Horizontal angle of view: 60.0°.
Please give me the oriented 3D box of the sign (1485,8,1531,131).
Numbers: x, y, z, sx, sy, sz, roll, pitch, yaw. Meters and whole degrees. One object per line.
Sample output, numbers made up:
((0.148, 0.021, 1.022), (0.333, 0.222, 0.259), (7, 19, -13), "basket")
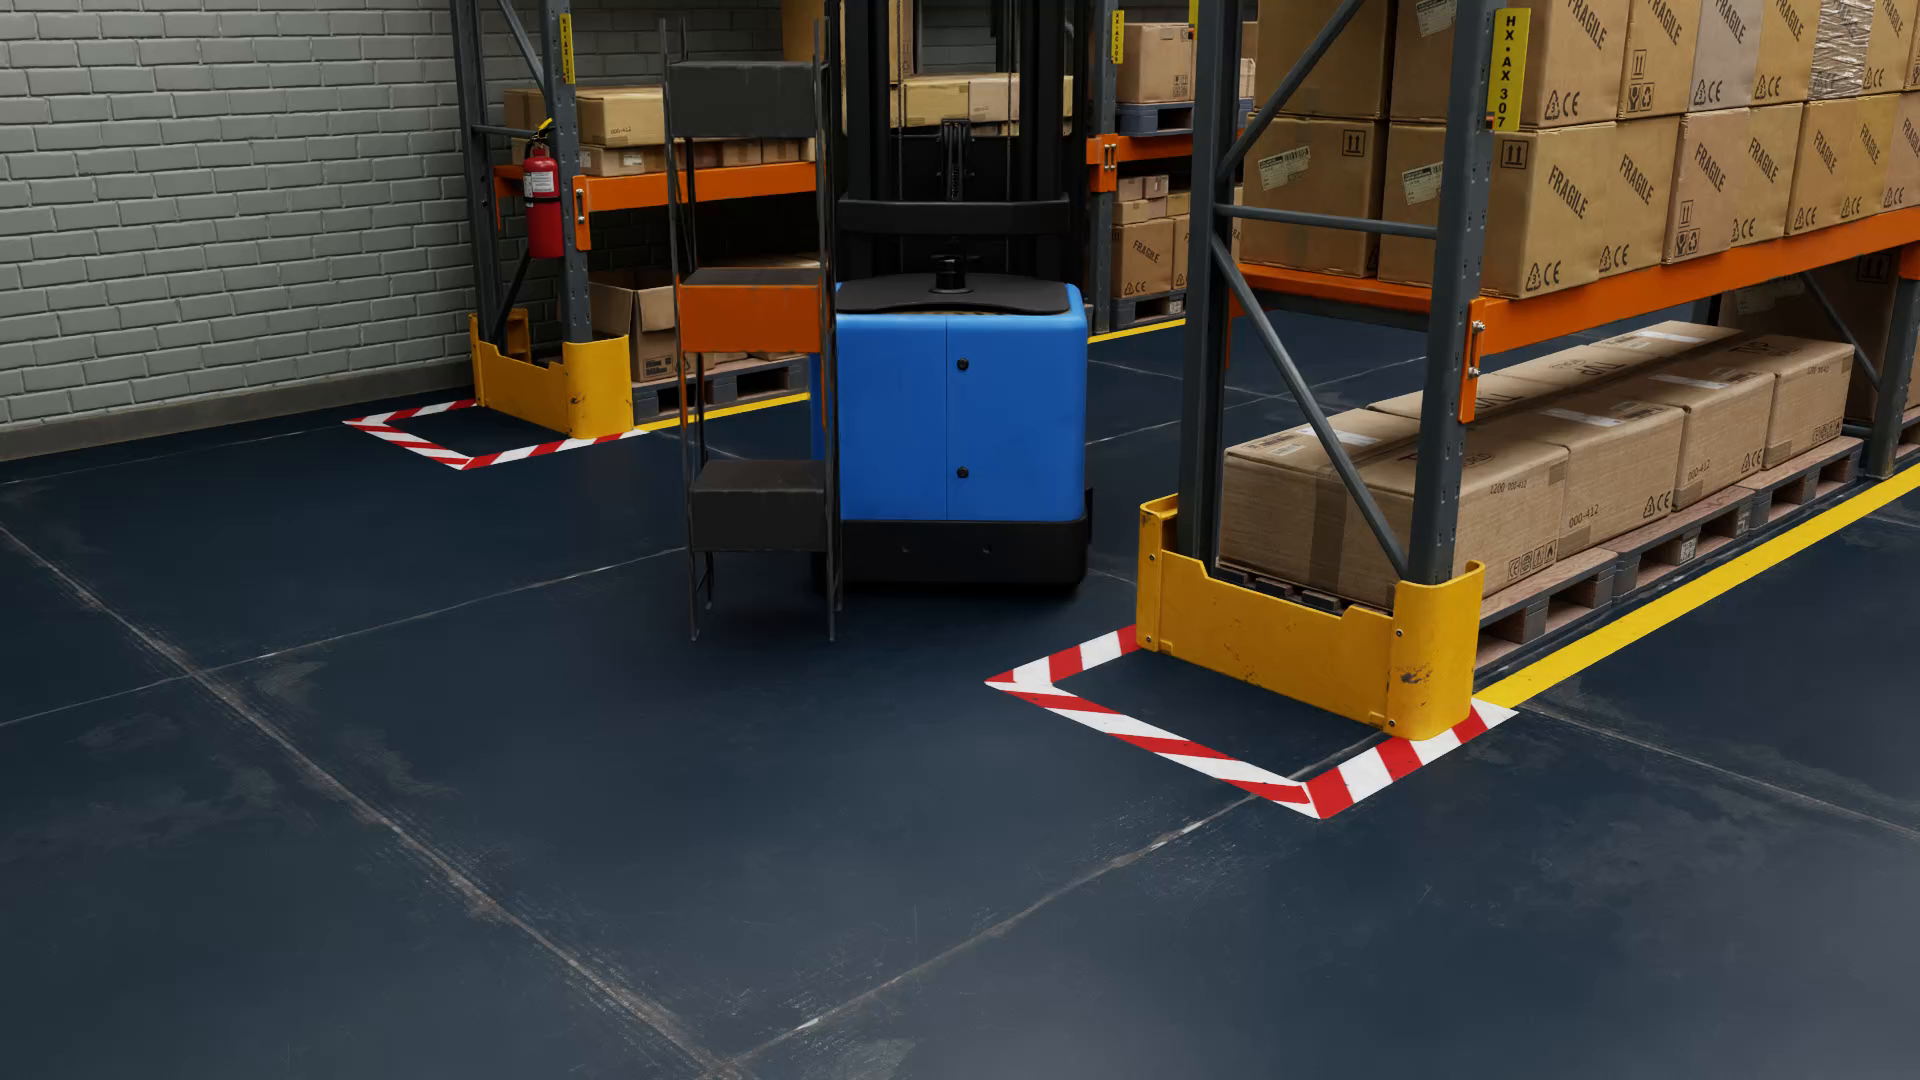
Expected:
((1.513, -1.299, 4.597), (0.005, 0.325, 0.100), (-16, 24, -41), "sign")

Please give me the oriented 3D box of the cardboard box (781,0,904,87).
((-0.672, -2.868, 9.511), (0.500, 0.500, 0.500), (-15, 24, -39), "cardboard box")

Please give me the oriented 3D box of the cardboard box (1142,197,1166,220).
((1.221, -2.346, 11.678), (0.250, 0.149, 0.380), (-17, 25, -42), "cardboard box")

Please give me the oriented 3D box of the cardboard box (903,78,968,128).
((-0.298, -2.630, 9.994), (0.500, 0.250, 0.500), (-16, 24, -41), "cardboard box")

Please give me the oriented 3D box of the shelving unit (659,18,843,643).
((-0.693, -0.699, 5.734), (0.503, 2.100, 0.431), (0, 18, 1), "shelving unit")

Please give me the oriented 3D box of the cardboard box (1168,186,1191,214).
((1.590, -2.464, 12.042), (0.250, 0.149, 0.380), (-17, 24, -42), "cardboard box")

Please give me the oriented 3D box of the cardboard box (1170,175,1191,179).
((1.815, -2.727, 12.853), (0.380, 0.149, 0.250), (17, 24, 42), "cardboard box")

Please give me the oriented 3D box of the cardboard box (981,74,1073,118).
((0.427, -2.842, 10.648), (0.500, 0.250, 0.500), (-15, 24, -39), "cardboard box")

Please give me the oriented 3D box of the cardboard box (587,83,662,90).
((-1.749, -2.423, 9.356), (0.500, 0.250, 0.500), (-16, 24, -41), "cardboard box")

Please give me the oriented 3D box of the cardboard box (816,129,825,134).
((-1.030, -2.408, 9.309), (0.500, 0.250, 0.500), (-17, 24, -42), "cardboard box")

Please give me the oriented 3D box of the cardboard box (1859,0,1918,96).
((3.515, -2.079, 6.749), (0.500, 0.500, 0.500), (-17, 24, -42), "cardboard box")

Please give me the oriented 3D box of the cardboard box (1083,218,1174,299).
((1.136, -1.997, 11.654), (0.500, 0.500, 0.500), (-15, 23, -38), "cardboard box")

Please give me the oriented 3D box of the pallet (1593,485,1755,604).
((2.550, -0.093, 6.930), (1.213, 0.211, 1.003), (-16, 24, -41), "pallet")

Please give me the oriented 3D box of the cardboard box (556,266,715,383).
((-1.767, -1.208, 9.213), (0.797, 0.503, 0.637), (17, 24, 42), "cardboard box")

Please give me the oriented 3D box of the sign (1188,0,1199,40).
((0.774, -1.763, 5.299), (0.005, 0.325, 0.100), (-16, 24, -41), "sign")

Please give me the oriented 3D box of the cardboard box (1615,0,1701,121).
((2.051, -1.648, 5.420), (0.500, 0.500, 0.500), (-17, 25, -42), "cardboard box")

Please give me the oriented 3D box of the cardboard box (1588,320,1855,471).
((3.513, -0.695, 7.738), (0.875, 0.438, 0.875), (-17, 24, -42), "cardboard box")

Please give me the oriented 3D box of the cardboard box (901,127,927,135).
((-0.415, -2.431, 10.026), (0.250, 0.149, 0.380), (-16, 24, -40), "cardboard box")

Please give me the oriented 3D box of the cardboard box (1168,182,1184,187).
((1.462, -2.613, 12.502), (0.250, 0.149, 0.380), (-15, 23, -39), "cardboard box")

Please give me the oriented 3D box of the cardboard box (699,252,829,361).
((-1.119, -1.379, 9.745), (0.500, 0.500, 0.700), (-15, 23, -39), "cardboard box")

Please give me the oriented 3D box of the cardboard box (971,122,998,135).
((0.016, -2.521, 10.304), (0.250, 0.149, 0.380), (-15, 24, -39), "cardboard box")

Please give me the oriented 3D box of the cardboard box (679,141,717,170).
((-1.529, -2.103, 9.016), (0.250, 0.149, 0.380), (-17, 24, -42), "cardboard box")

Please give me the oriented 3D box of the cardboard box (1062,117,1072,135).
((0.572, -2.691, 10.828), (0.250, 0.149, 0.380), (-16, 24, -40), "cardboard box")

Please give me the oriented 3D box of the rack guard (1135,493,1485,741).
((1.119, 0.219, 5.500), (0.348, 0.500, 1.175), (-16, 24, -41), "rack guard")

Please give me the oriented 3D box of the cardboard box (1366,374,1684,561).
((2.206, -0.315, 6.565), (0.875, 0.438, 0.875), (-15, 24, -39), "cardboard box")

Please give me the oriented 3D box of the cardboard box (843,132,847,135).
((-0.702, -2.298, 9.616), (0.250, 0.149, 0.380), (-16, 24, -40), "cardboard box")

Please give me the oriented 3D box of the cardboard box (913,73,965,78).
((-0.275, -2.853, 10.680), (0.500, 0.250, 0.500), (-17, 24, -41), "cardboard box")

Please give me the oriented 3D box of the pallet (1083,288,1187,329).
((1.195, -1.789, 12.160), (1.213, 0.211, 1.003), (-16, 24, -41), "pallet")

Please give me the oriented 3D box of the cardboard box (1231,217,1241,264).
((1.882, -2.217, 12.332), (0.500, 0.500, 0.500), (17, 25, 42), "cardboard box")

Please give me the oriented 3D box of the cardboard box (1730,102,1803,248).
((2.765, -1.387, 6.238), (0.500, 0.500, 0.500), (-15, 23, -39), "cardboard box")

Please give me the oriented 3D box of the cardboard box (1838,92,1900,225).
((3.511, -1.605, 6.909), (0.500, 0.500, 0.500), (-17, 25, -42), "cardboard box")

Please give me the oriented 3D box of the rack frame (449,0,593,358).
((-2.277, -2.087, 8.558), (0.127, 3.000, 1.000), (-16, 24, -41), "rack frame")

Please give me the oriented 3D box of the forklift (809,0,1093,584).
((-0.005, -1.632, 7.267), (1.130, 2.935, 3.031), (1, 18, 2), "forklift")

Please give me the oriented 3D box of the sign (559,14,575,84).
((-1.904, -2.377, 8.050), (0.005, 0.325, 0.100), (-16, 24, -41), "sign")

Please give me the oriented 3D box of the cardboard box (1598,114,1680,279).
((2.031, -1.174, 5.580), (0.500, 0.500, 0.500), (-17, 24, -42), "cardboard box")

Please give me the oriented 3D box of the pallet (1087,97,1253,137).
((1.285, -2.988, 11.649), (1.213, 0.211, 1.003), (-16, 24, -41), "pallet")

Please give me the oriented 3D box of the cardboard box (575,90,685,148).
((-1.762, -2.193, 8.646), (0.500, 0.250, 0.500), (-16, 24, -41), "cardboard box")

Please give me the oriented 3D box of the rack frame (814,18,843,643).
((-0.449, -0.697, 5.731), (0.015, 2.100, 0.400), (0, 18, 1), "rack frame")

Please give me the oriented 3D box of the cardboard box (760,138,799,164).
((-1.114, -2.201, 9.316), (0.250, 0.149, 0.380), (-16, 24, -40), "cardboard box")

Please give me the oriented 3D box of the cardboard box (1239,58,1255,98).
((1.903, -3.279, 11.771), (0.258, 0.266, 0.396), (-15, 23, -38), "cardboard box")

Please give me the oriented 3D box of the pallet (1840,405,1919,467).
((4.552, -0.677, 8.730), (1.213, 0.211, 1.003), (-16, 24, -41), "pallet")

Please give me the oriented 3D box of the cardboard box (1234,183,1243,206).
((1.979, -2.561, 12.340), (0.250, 0.149, 0.380), (-15, 23, -39), "cardboard box")

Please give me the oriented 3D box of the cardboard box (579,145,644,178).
((-1.849, -1.976, 8.622), (0.250, 0.149, 0.380), (-16, 24, -41), "cardboard box")

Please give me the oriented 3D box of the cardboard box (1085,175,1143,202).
((1.032, -2.425, 11.440), (0.250, 0.149, 0.380), (-17, 24, -42), "cardboard box")

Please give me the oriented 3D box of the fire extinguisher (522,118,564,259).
((-2.066, -1.738, 8.212), (0.183, 0.674, 0.296), (-16, 24, -41), "fire extinguisher")

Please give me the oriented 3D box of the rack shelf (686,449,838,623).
((-0.693, -0.020, 5.954), (0.480, 0.518, 0.431), (0, 18, 1), "rack shelf")

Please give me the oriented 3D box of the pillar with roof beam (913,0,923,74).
((2.462, -4.878, 7.440), (0.400, 9.000, 9.100), (-16, 24, -41), "pillar with roof beam")

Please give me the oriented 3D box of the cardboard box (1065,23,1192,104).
((1.135, -3.234, 11.254), (0.500, 0.500, 0.700), (-15, 24, -39), "cardboard box")

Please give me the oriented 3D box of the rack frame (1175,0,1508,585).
((1.136, -0.975, 5.130), (0.127, 3.000, 1.000), (-16, 24, -41), "rack frame")

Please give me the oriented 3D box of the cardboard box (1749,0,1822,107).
((2.782, -1.864, 6.088), (0.500, 0.500, 0.500), (-16, 24, -41), "cardboard box")

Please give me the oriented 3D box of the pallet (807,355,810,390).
((-0.757, -1.203, 10.353), (1.213, 0.211, 1.003), (-16, 24, -41), "pallet")

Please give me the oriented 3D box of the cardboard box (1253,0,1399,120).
((1.323, -1.654, 5.440), (0.500, 0.500, 0.500), (-15, 23, -39), "cardboard box")

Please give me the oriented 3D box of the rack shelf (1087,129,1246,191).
((2.083, -3.016, 12.591), (4.000, 0.370, 1.077), (-16, 24, -41), "rack shelf")

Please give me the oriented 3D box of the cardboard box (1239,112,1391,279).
((1.305, -1.185, 5.613), (0.500, 0.500, 0.500), (-16, 24, -41), "cardboard box")

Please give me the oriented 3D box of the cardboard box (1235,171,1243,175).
((2.188, -2.837, 13.191), (0.250, 0.149, 0.380), (-17, 24, -42), "cardboard box")
